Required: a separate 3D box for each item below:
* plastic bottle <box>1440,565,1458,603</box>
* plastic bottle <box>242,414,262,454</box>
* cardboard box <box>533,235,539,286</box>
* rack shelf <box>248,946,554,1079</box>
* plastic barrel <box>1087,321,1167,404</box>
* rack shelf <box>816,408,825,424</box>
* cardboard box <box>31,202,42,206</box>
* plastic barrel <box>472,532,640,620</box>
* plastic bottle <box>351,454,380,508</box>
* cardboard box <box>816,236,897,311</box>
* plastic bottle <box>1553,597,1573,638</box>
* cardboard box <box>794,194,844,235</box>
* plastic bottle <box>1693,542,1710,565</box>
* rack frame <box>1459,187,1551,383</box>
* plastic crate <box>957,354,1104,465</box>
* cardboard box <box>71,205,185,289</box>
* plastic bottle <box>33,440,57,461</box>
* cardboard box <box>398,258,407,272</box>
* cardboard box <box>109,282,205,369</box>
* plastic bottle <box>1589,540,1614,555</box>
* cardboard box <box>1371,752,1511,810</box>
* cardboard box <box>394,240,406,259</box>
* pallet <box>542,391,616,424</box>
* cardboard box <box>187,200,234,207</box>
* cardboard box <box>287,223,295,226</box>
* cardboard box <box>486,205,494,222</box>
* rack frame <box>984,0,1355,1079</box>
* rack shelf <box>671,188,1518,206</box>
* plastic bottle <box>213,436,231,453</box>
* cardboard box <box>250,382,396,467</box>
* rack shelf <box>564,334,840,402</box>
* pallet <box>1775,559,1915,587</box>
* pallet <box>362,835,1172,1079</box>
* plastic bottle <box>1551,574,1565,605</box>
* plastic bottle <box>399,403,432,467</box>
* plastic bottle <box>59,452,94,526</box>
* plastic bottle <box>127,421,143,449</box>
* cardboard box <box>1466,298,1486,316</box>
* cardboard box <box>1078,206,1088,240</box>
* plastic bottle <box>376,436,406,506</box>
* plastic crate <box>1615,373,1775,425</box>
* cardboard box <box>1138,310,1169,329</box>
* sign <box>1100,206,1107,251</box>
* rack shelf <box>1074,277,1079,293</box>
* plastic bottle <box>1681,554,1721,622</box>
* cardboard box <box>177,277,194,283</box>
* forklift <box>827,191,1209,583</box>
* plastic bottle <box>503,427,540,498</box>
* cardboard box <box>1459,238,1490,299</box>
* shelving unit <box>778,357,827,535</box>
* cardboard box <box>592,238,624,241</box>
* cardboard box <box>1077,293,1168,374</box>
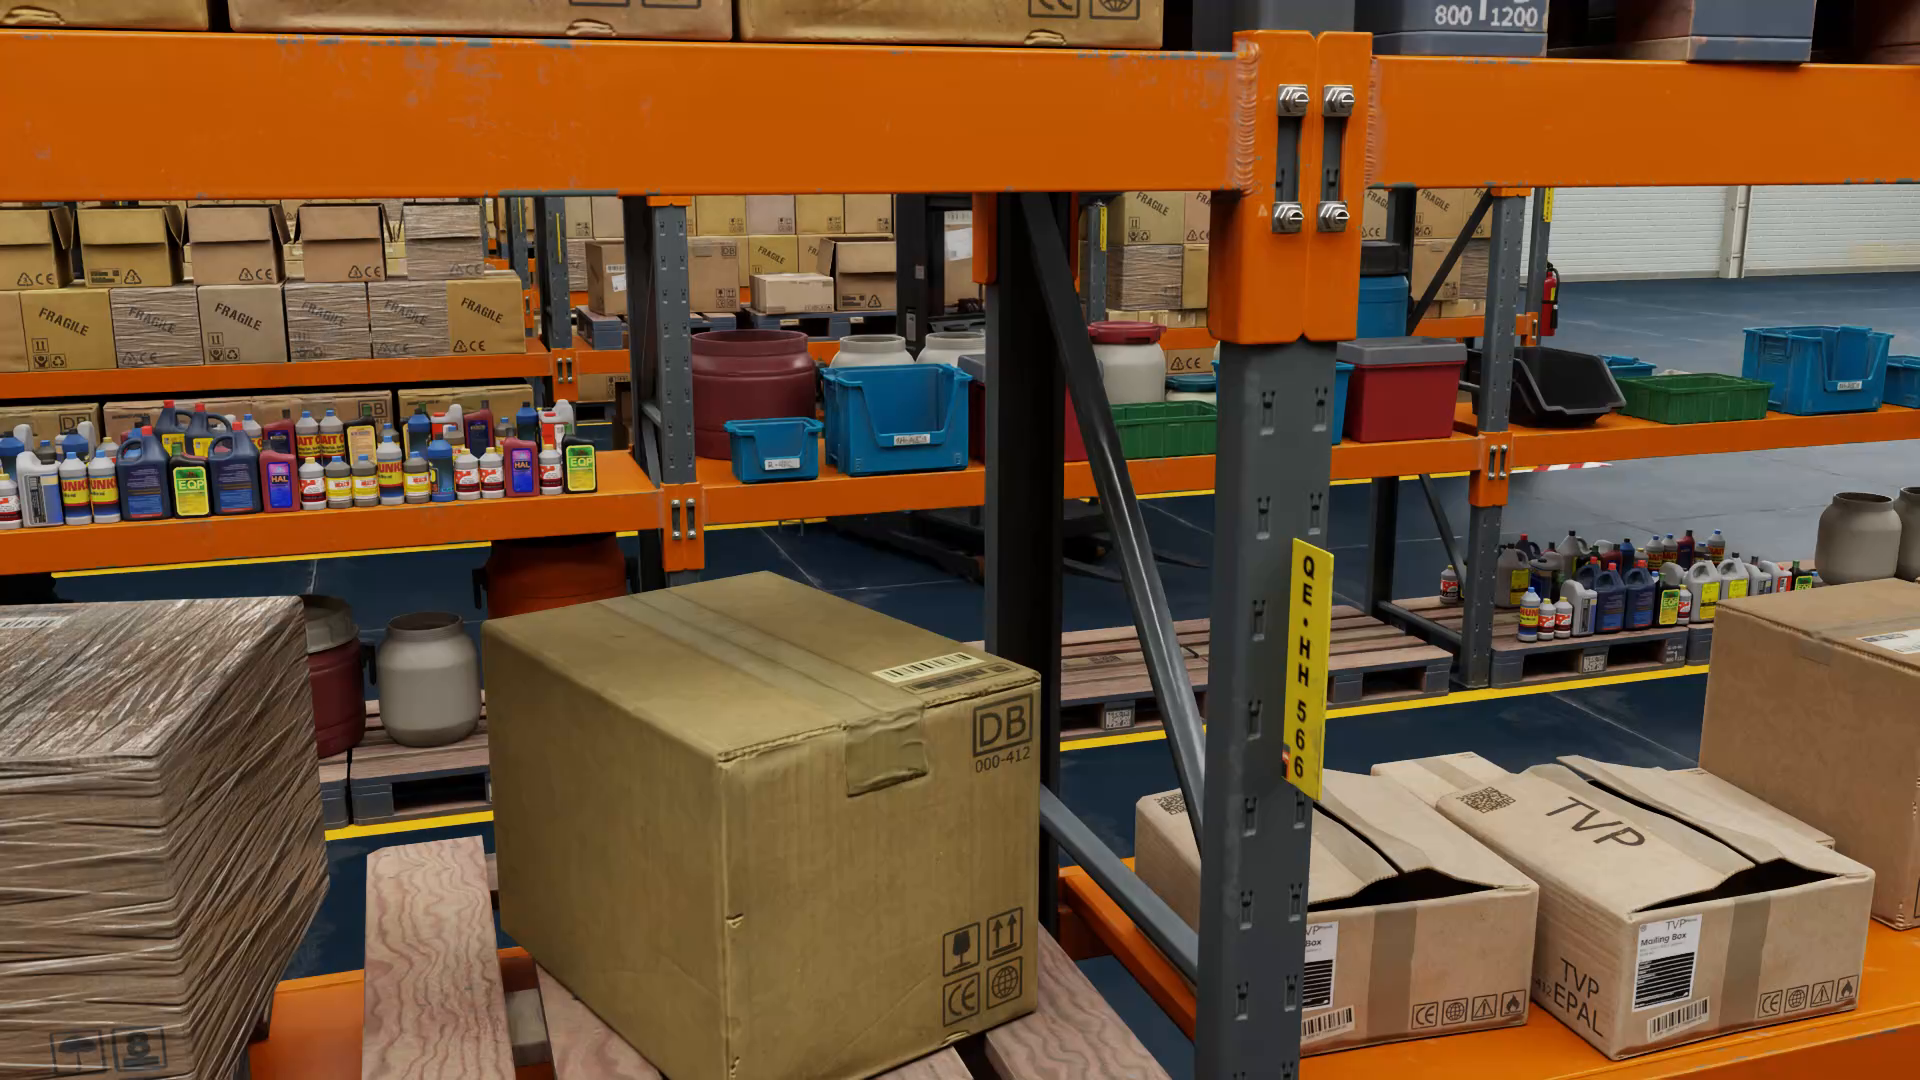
[{"bbox_3d":[2.721,0.242,9.238,0.097,0.201,0.097,0,13,0],"label":"plastic bottle"},{"bbox_3d":[-3.041,-0.403,7.133,0.097,0.271,0.097,0,13,0],"label":"plastic bottle"},{"bbox_3d":[-4.040,-2.837,16.871,0.500,0.500,0.500,-4,14,-18],"label":"cardboard box"},{"bbox_3d":[-1.634,1.070,2.218,4.000,0.370,1.077,-4,14,-18],"label":"rack shelf"},{"bbox_3d":[0.804,-0.799,8.227,0.433,0.535,0.433,0,13,0],"label":"plastic barrel"},{"bbox_3d":[-1.067,-0.829,11.839,0.258,0.148,0.480,8,15,38],"label":"rack shelf"},{"bbox_3d":[-8.677,-3.101,15.177,0.500,0.500,0.500,-4,14,-17],"label":"cardboard box"},{"bbox_3d":[-1.773,0.377,7.359,0.708,0.830,0.600,-4,14,-18],"label":"plastic barrel"},{"bbox_3d":[-2.358,-0.237,6.586,0.097,0.201,0.097,0,13,0],"label":"plastic bottle"},{"bbox_3d":[-0.717,-2.002,12.448,0.637,0.503,0.797,-3,14,-12],"label":"cardboard box"},{"bbox_3d":[3.111,0.395,8.596,0.097,0.201,0.097,0,13,0],"label":"plastic bottle"},{"bbox_3d":[-1.545,-3.450,17.288,0.500,0.500,0.700,-5,14,-19],"label":"cardboard box"},{"bbox_3d":[4.351,0.115,9.772,0.097,0.201,0.097,0,13,0],"label":"plastic bottle"},{"bbox_3d":[4.688,-2.191,14.373,0.127,3.000,1.000,-4,14,-18],"label":"rack frame"},{"bbox_3d":[0.314,-0.598,7.536,0.583,0.464,0.402,-4,14,-18],"label":"plastic crate"},{"bbox_3d":[-5.429,-1.939,10.930,0.637,0.503,0.797,-4,14,-17],"label":"cardboard box"},{"bbox_3d":[-3.783,-0.311,6.899,0.097,0.201,0.097,0,13,0],"label":"plastic bottle"},{"bbox_3d":[-5.181,-2.604,15.743,0.250,0.149,0.380,-4,14,-17],"label":"cardboard box"},{"bbox_3d":[-5.219,-1.408,10.862,0.500,0.500,0.500,-5,14,-19],"label":"cardboard box"},{"bbox_3d":[3.638,0.141,9.501,0.135,0.276,0.152,-4,14,-17],"label":"plastic bottle"},{"bbox_3d":[1.026,0.567,3.318,0.250,0.149,0.380,-4,14,-18],"label":"cardboard box"},{"bbox_3d":[-5.205,-2.747,15.700,0.250,0.149,0.380,-4,14,-17],"label":"cardboard box"},{"bbox_3d":[-3.610,-1.381,16.993,1.213,0.211,1.003,-4,14,-18],"label":"pallet"},{"bbox_3d":[-8.864,-4.027,19.715,0.500,0.500,0.500,-5,14,-18],"label":"cardboard box"},{"bbox_3d":[-6.363,-2.961,15.959,0.250,0.149,0.380,-5,14,-19],"label":"cardboard box"},{"bbox_3d":[-7.136,-5.007,25.453,0.500,0.250,0.500,-4,14,-18],"label":"cardboard box"},{"bbox_3d":[0.262,0.573,2.752,0.053,2.616,0.949,-4,14,-18],"label":"rack frame"},{"bbox_3d":[0.581,-1.771,7.681,4.000,0.370,1.077,-4,14,-18],"label":"rack shelf"},{"bbox_3d":[-2.867,-0.268,6.539,0.133,0.283,0.061,-4,14,-18],"label":"plastic bottle"},{"bbox_3d":[-4.403,-0.661,11.624,0.875,0.875,1.225,-4,14,-18],"label":"cardboard box"},{"bbox_3d":[-0.999,-1.398,12.595,4.000,0.370,1.077,-4,14,-18],"label":"rack shelf"},{"bbox_3d":[5.438,0.326,9.815,1.213,0.211,1.003,-4,14,-18],"label":"pallet"},{"bbox_3d":[-0.359,0.731,2.503,1.003,0.211,1.213,-4,14,-18],"label":"pallet"},{"bbox_3d":[3.181,0.317,8.747,0.133,0.283,0.061,-4,14,-18],"label":"plastic bottle"},{"bbox_3d":[-2.408,-0.463,7.358,0.133,0.283,0.061,-4,14,-18],"label":"plastic bottle"},{"bbox_3d":[-3.330,-0.195,6.260,0.097,0.271,0.097,0,13,0],"label":"plastic bottle"},{"bbox_3d":[-3.417,-0.359,6.948,0.097,0.271,0.097,0,13,0],"label":"plastic bottle"},{"bbox_3d":[4.246,-1.984,14.046,0.250,0.149,0.380,-4,14,-18],"label":"cardboard box"},{"bbox_3d":[1.235,-2.669,13.363,0.500,0.500,0.500,-4,14,-18],"label":"cardboard box"},{"bbox_3d":[-2.265,-0.278,6.608,0.097,0.271,0.097,0,13,0],"label":"plastic bottle"},{"bbox_3d":[3.853,-0.745,8.750,0.662,0.188,0.450,-4,14,-18],"label":"plastic crate"},{"bbox_3d":[1.437,-1.739,13.016,0.250,0.149,0.380,-4,14,-18],"label":"cardboard box"},{"bbox_3d":[1.077,-2.338,12.487,0.005,0.325,0.100,-4,14,-18],"label":"sign"},{"bbox_3d":[1.306,-2.789,18.440,4.000,0.370,1.077,-4,14,-18],"label":"rack shelf"},{"bbox_3d":[3.955,0.251,8.879,0.185,0.351,0.144,-5,14,-19],"label":"plastic bottle"},{"bbox_3d":[-5.365,-1.524,11.351,0.500,0.500,0.500,-5,14,-19],"label":"cardboard box"},{"bbox_3d":[0.334,-1.287,10.718,1.130,2.935,3.031,-10,17,-36],"label":"forklift"},{"bbox_3d":[-1.781,-0.317,6.747,0.133,0.283,0.061,-4,14,-18],"label":"plastic bottle"},{"bbox_3d":[4.157,-2.350,14.182,0.500,0.500,0.875,-4,14,-18],"label":"cardboard box"},{"bbox_3d":[-1.063,-0.676,11.871,0.258,1.200,0.503,8,15,38],"label":"shelving unit"},{"bbox_3d":[-3.388,-2.757,16.535,0.500,0.500,0.500,-5,14,-19],"label":"cardboard box"},{"bbox_3d":[1.746,-2.327,18.629,0.875,0.875,0.875,-5,14,-19],"label":"cardboard box"}]
